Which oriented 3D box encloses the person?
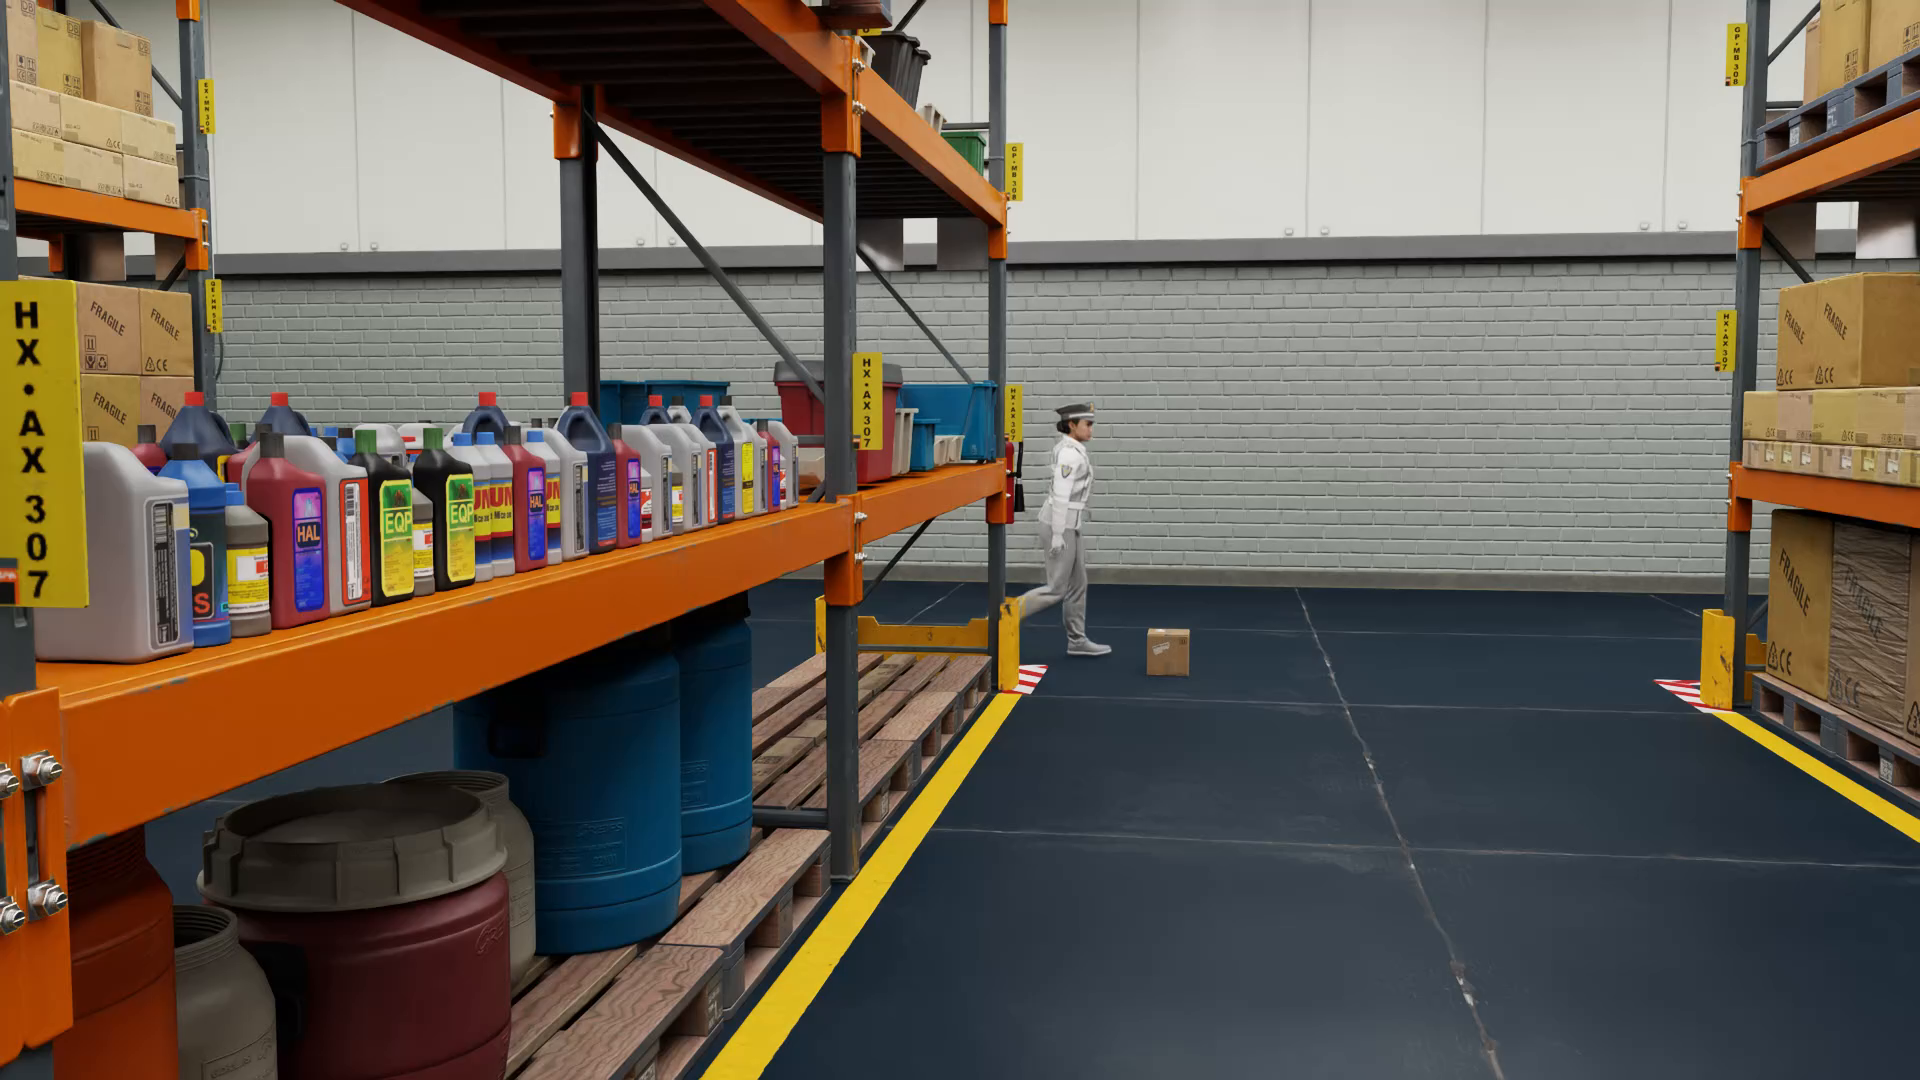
[{"bbox_3d":[0.579,-0.062,10.604,0.796,1.641,0.538,0,5,3],"label":"person"}]
